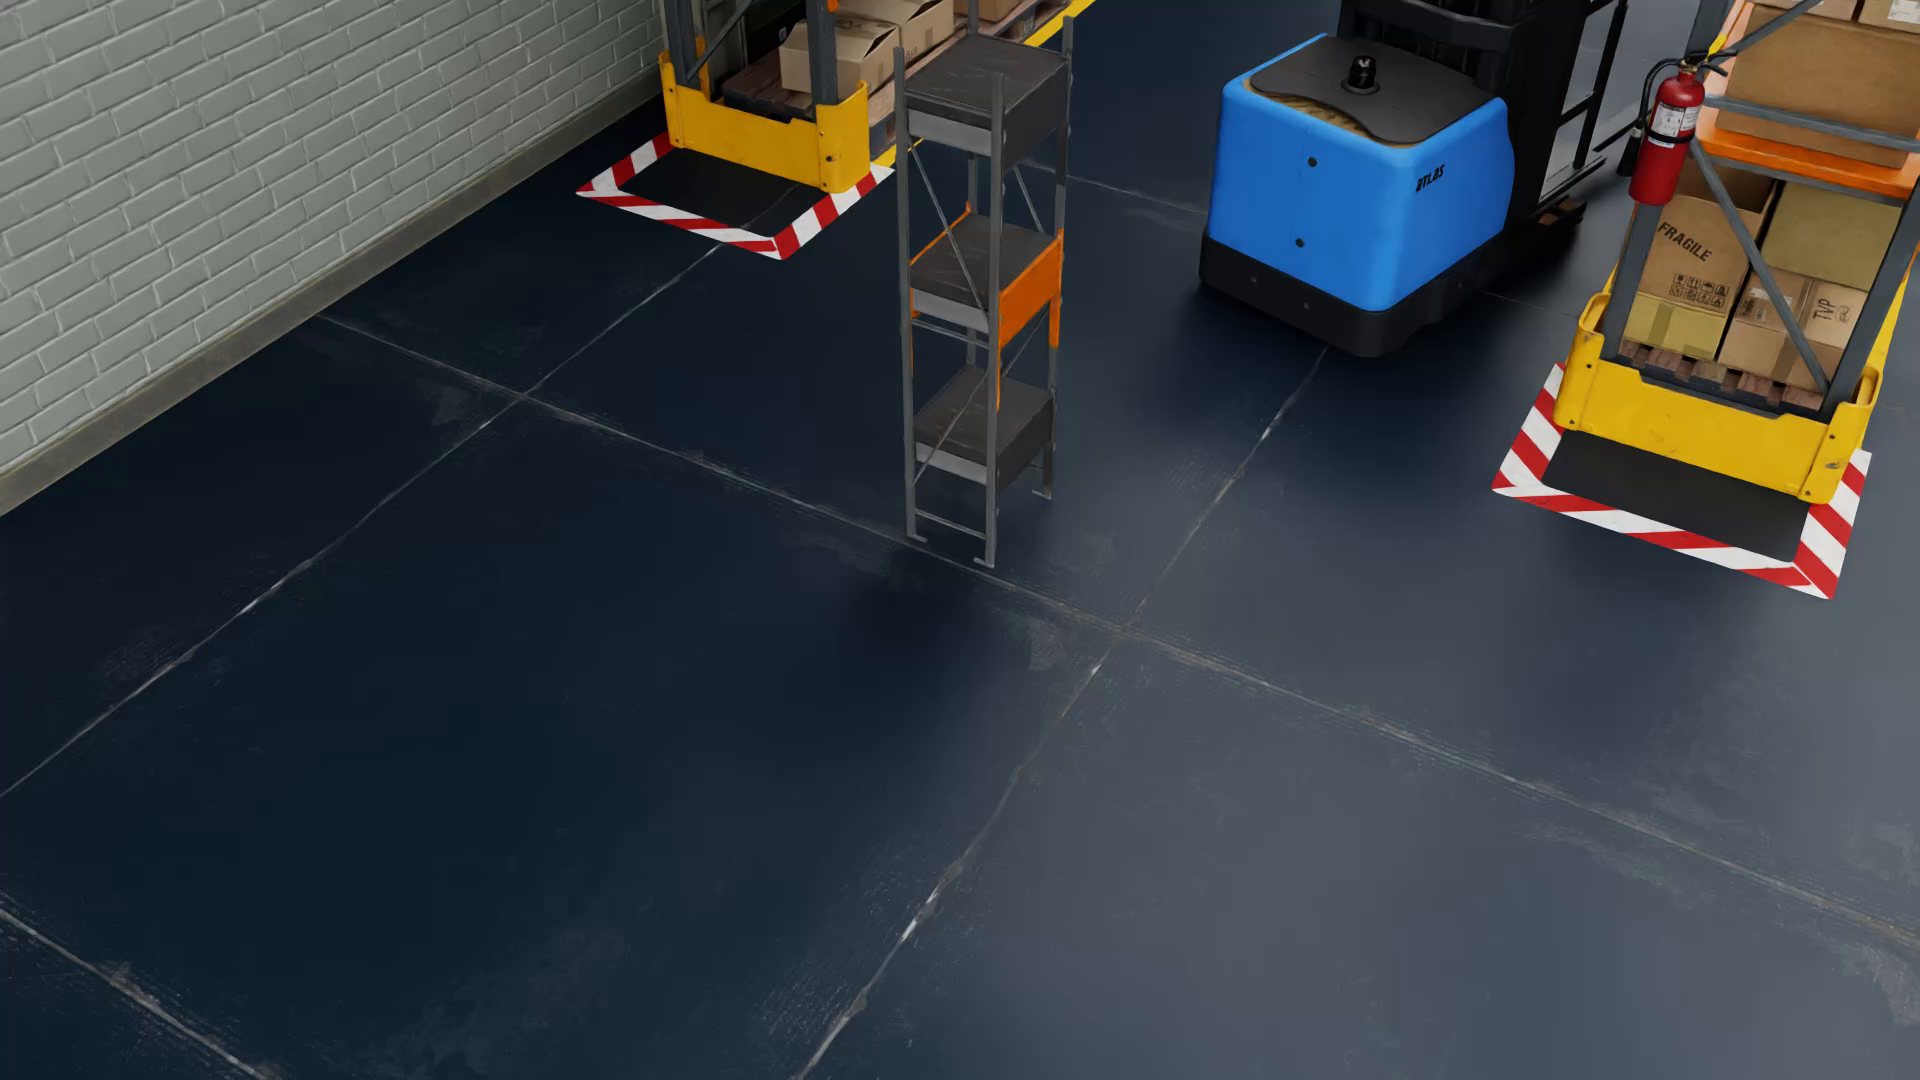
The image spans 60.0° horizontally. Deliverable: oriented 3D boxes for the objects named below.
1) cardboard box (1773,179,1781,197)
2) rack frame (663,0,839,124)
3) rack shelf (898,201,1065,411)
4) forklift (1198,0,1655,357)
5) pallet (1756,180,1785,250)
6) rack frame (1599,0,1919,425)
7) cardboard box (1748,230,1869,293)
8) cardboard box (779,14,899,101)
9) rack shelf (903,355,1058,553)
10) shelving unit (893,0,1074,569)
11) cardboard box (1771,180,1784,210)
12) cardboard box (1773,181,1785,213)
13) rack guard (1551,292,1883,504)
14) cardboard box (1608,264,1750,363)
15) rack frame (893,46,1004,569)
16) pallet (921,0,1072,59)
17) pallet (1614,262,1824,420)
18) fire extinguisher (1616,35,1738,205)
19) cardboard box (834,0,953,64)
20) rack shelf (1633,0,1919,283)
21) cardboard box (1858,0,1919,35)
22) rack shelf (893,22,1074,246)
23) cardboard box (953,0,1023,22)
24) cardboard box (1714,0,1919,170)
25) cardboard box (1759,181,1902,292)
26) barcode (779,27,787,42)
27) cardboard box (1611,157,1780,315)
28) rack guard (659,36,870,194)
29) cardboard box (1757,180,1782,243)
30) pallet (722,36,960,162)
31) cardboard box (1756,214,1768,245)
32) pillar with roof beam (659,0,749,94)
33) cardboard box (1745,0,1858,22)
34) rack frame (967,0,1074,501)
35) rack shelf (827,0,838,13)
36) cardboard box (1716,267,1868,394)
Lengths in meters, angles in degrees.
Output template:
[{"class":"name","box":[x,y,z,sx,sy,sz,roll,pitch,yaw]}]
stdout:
[{"class":"cardboard box","box":[3.697,-1.953,7.893,0.500,0.500,0.500,21,45,22]},{"class":"rack frame","box":[-1.092,-3.200,8.114,1.000,3.000,0.127,21,45,22]},{"class":"rack shelf","box":[0.083,-0.872,6.173,0.431,0.518,0.480,21,45,22]},{"class":"forklift","box":[2.558,-2.803,7.715,1.130,2.935,3.031,33,51,32]},{"class":"pallet","box":[4.156,-1.664,8.479,1.003,0.211,1.213,21,45,22]},{"class":"rack frame","box":[3.198,-1.563,6.256,1.000,3.000,0.127,21,45,22]},{"class":"cardboard box","box":[3.906,-1.210,7.617,0.500,0.250,0.500,21,45,22]},{"class":"cardboard box","box":[-0.668,-2.722,9.273,0.500,0.311,0.500,16,44,17]},{"class":"rack shelf","box":[0.083,-0.347,6.635,0.431,0.518,0.480,21,45,22]},{"class":"shelving unit","box":[0.083,-0.883,6.164,0.431,2.100,0.503,21,45,22]},{"class":"cardboard box","box":[3.951,-1.956,8.464,0.500,0.250,0.500,21,45,22]},{"class":"cardboard box","box":[4.147,-1.781,7.698,0.500,0.500,0.500,21,45,22]},{"class":"rack guard","box":[3.186,-0.612,7.066,1.175,0.500,0.348,21,45,22]},{"class":"cardboard box","box":[3.211,-1.094,7.485,0.500,0.250,0.500,21,45,22]},{"class":"rack frame","box":[-0.039,-0.743,6.005,0.400,2.100,0.015,21,45,22]},{"class":"pallet","box":[-0.006,-3.345,10.389,1.003,0.211,1.213,21,45,22]},{"class":"pallet","box":[3.545,-0.968,7.690,1.003,0.211,1.213,21,45,22]},{"class":"fire extinguisher","box":[2.737,-1.620,6.379,0.296,0.674,0.183,21,45,22]},{"class":"cardboard box","box":[-0.383,-3.048,9.643,0.500,0.311,0.500,25,47,25]},{"class":"rack shelf","box":[4.199,-2.438,7.793,1.077,0.370,4.000,21,45,22]},{"class":"cardboard box","box":[3.581,-1.998,6.182,0.380,0.149,0.250,21,45,22]},{"class":"rack shelf","box":[0.083,-1.398,5.710,0.431,0.518,0.480,21,45,22]},{"class":"cardboard box","box":[0.028,-3.522,10.038,0.700,0.500,0.500,18,45,19]},{"class":"cardboard box","box":[3.443,-1.864,6.521,0.700,0.500,0.500,21,45,22]},{"class":"cardboard box","box":[3.908,-1.491,7.368,0.500,0.500,0.500,21,45,22]},{"class":"barcode","box":[-1.005,-2.868,9.432,0.001,0.075,0.075,21,45,22]},{"class":"cardboard box","box":[3.209,-1.376,7.238,0.500,0.500,0.500,21,45,22]},{"class":"rack guard","box":[-1.054,-2.305,8.989,1.175,0.500,0.348,21,45,22]},{"class":"cardboard box","box":[3.699,-1.670,8.140,0.500,0.250,0.500,21,45,22]},{"class":"pallet","box":[-0.617,-2.650,9.599,1.003,0.211,1.213,21,45,22]},{"class":"cardboard box","box":[3.451,-1.384,7.814,0.500,0.250,0.500,21,45,22]},{"class":"pillar with roof beam","box":[2.236,-4.714,5.294,9.100,9.000,0.400,21,45,22]},{"class":"cardboard box","box":[3.225,-2.126,6.328,0.380,0.149,0.250,20,45,21]},{"class":"rack frame","box":[0.205,-1.022,6.322,0.400,2.100,0.015,21,45,22]},{"class":"rack shelf","box":[-0.091,-4.074,9.651,1.077,0.370,4.000,21,45,22]},{"class":"cardboard box","box":[3.659,-0.922,7.291,0.500,0.250,0.500,21,45,22]}]
